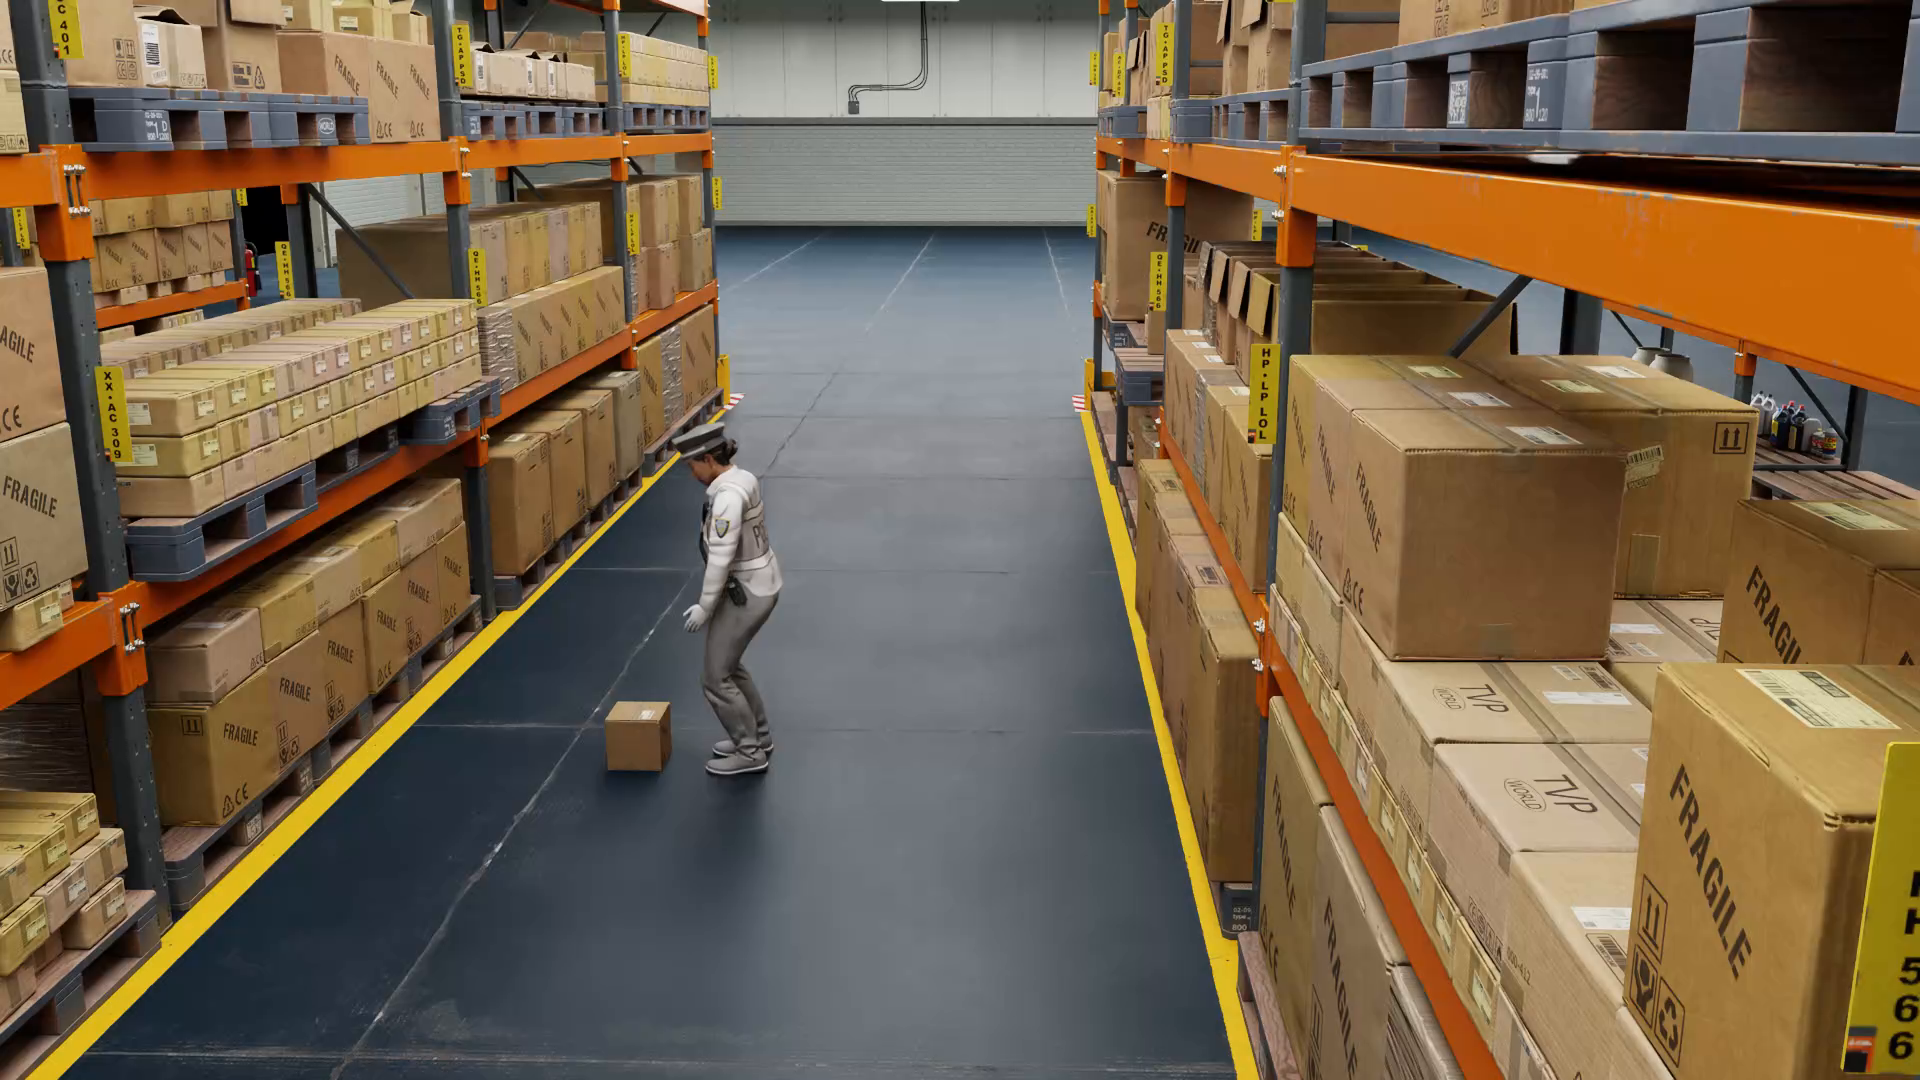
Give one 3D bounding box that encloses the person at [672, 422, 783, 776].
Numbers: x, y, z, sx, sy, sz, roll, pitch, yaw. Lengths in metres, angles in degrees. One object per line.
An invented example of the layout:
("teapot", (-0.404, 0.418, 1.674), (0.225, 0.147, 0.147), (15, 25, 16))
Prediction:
("person", (-1.047, 0.269, 7.550), (0.465, 1.615, 0.504), (1, 14, 3))
